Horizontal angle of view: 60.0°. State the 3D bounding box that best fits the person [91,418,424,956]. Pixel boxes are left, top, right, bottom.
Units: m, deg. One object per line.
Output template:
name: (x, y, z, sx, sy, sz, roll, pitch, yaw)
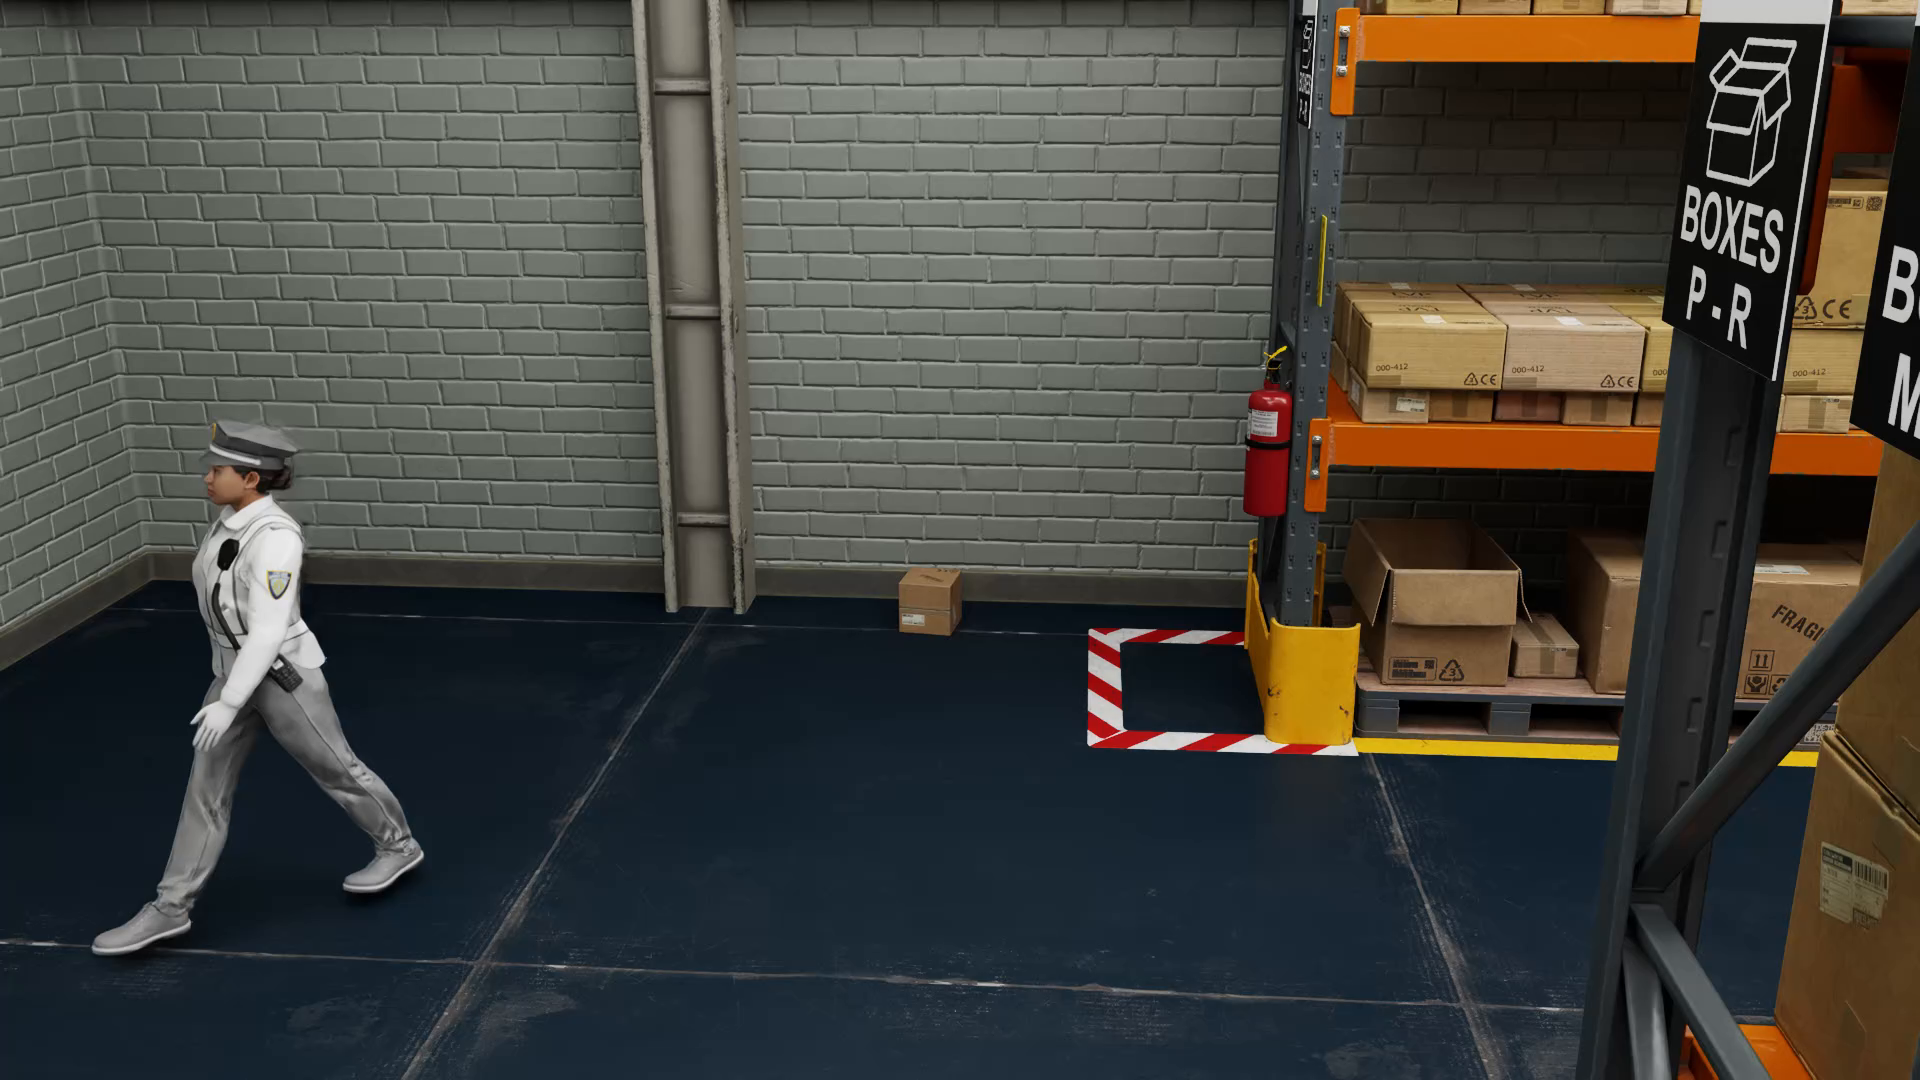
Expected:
person: (-2.206, 0.432, 5.093, 1.015, 1.629, 0.494, -17, 24, -42)
